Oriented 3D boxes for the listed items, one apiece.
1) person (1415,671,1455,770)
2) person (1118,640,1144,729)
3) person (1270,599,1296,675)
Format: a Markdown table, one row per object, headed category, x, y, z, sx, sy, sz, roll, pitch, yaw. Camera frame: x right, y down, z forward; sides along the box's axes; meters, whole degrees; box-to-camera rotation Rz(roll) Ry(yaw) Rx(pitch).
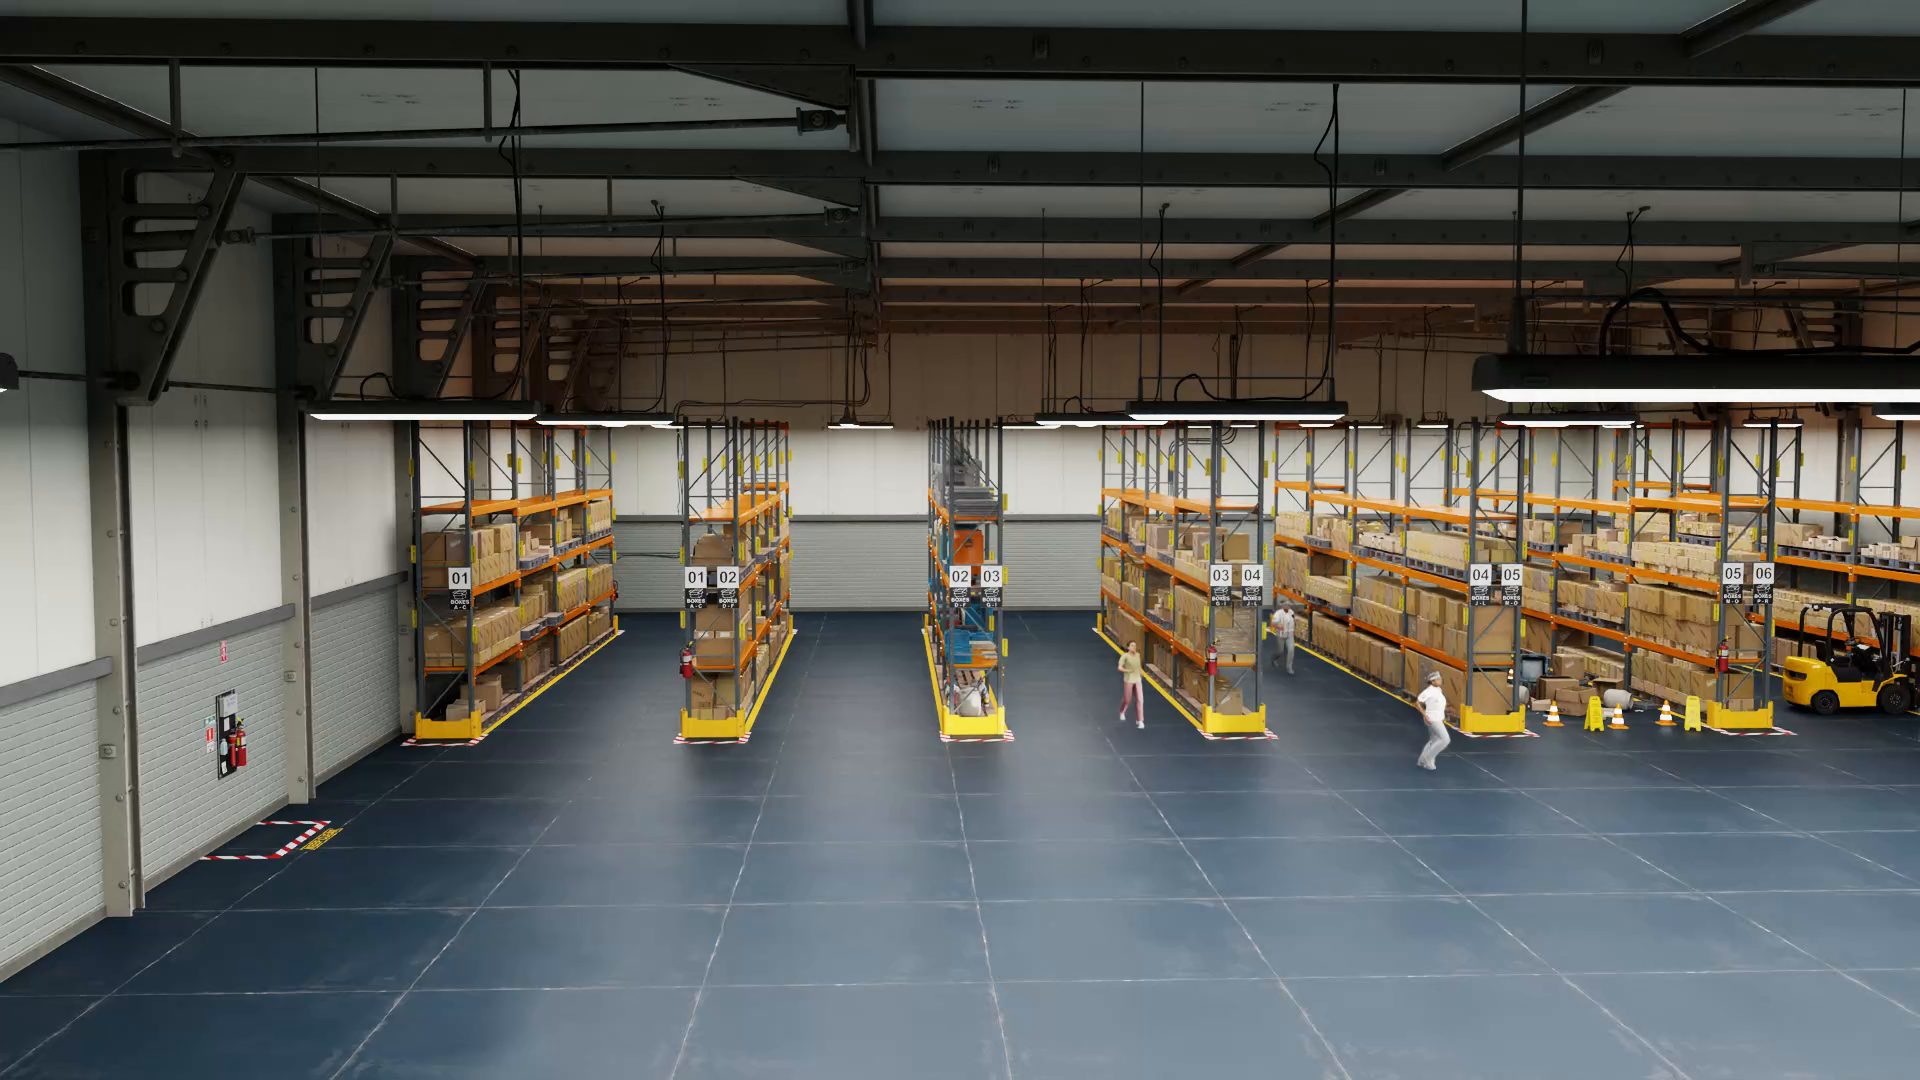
| category | x | y | z | sx | sy | sz | roll | pitch | yaw |
| --- | --- | --- | --- | --- | --- | --- | --- | --- | --- |
| person | 8.047 | 3.043 | 28.074 | 0.634 | 1.666 | 0.553 | 2 | 4 | 33 |
| person | 3.321 | 2.764 | 32.292 | 0.591 | 1.676 | 0.940 | -1 | 4 | -21 |
| person | 7.695 | 2.264 | 39.521 | 0.647 | 1.768 | 0.943 | -1 | 4 | -13 |
